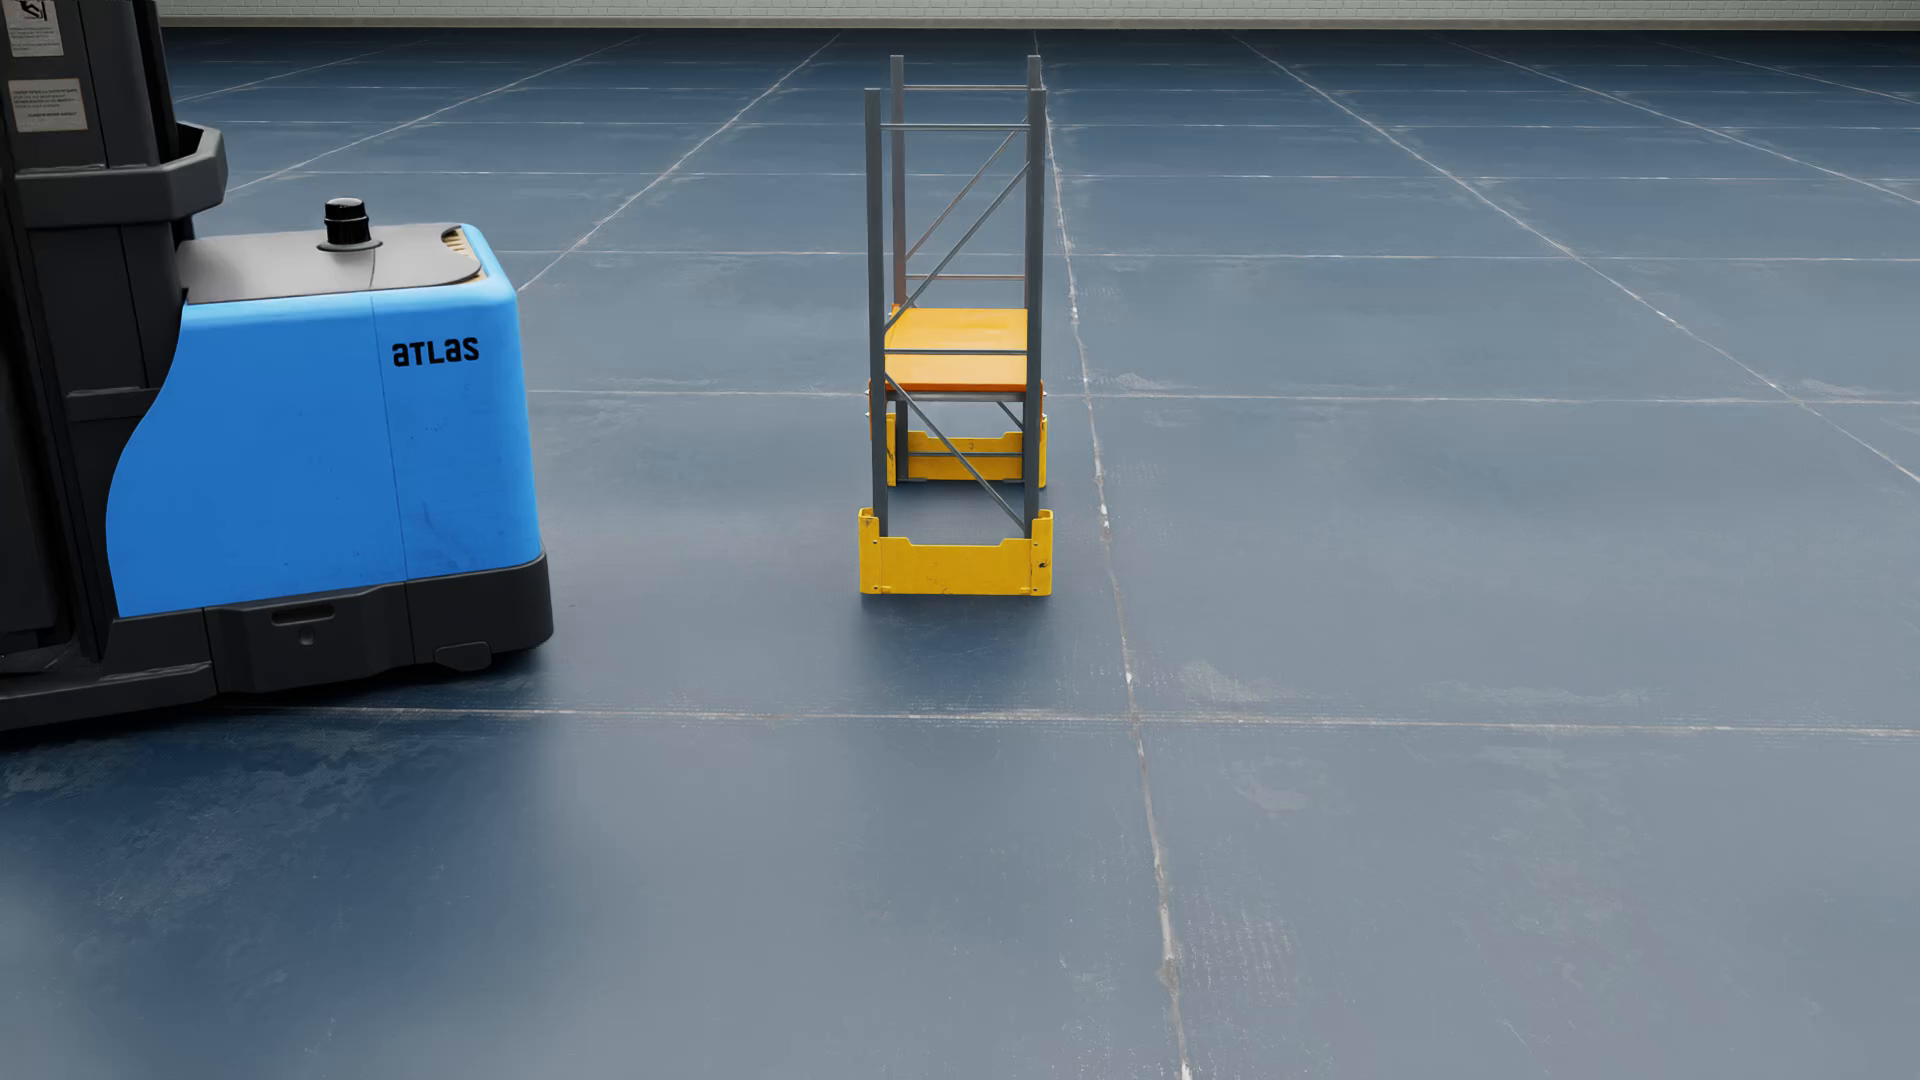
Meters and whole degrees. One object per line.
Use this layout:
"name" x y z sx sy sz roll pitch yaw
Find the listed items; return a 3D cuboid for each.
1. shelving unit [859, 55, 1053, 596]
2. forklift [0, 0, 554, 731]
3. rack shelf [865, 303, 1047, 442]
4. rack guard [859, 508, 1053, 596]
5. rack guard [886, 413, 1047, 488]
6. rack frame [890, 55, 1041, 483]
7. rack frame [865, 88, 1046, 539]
"shelving unit" 0.002 -0.727 5.329 0.587 1.500 1.083 1 21 2
"forklift" -2.709 -0.995 4.042 3.031 2.935 1.130 -8 23 -19
"rack shelf" 0.003 -0.562 5.402 0.538 0.185 1.000 1 21 2
"rack guard" -0.013 0.036 5.091 0.587 0.250 0.087 1 21 2
"rack guard" 0.017 -0.324 6.019 0.587 0.250 0.087 1 21 2
"rack frame" 0.018 -0.914 5.811 0.500 1.500 0.032 1 21 2
"rack frame" -0.013 -0.546 4.863 0.500 1.500 0.032 1 21 2
